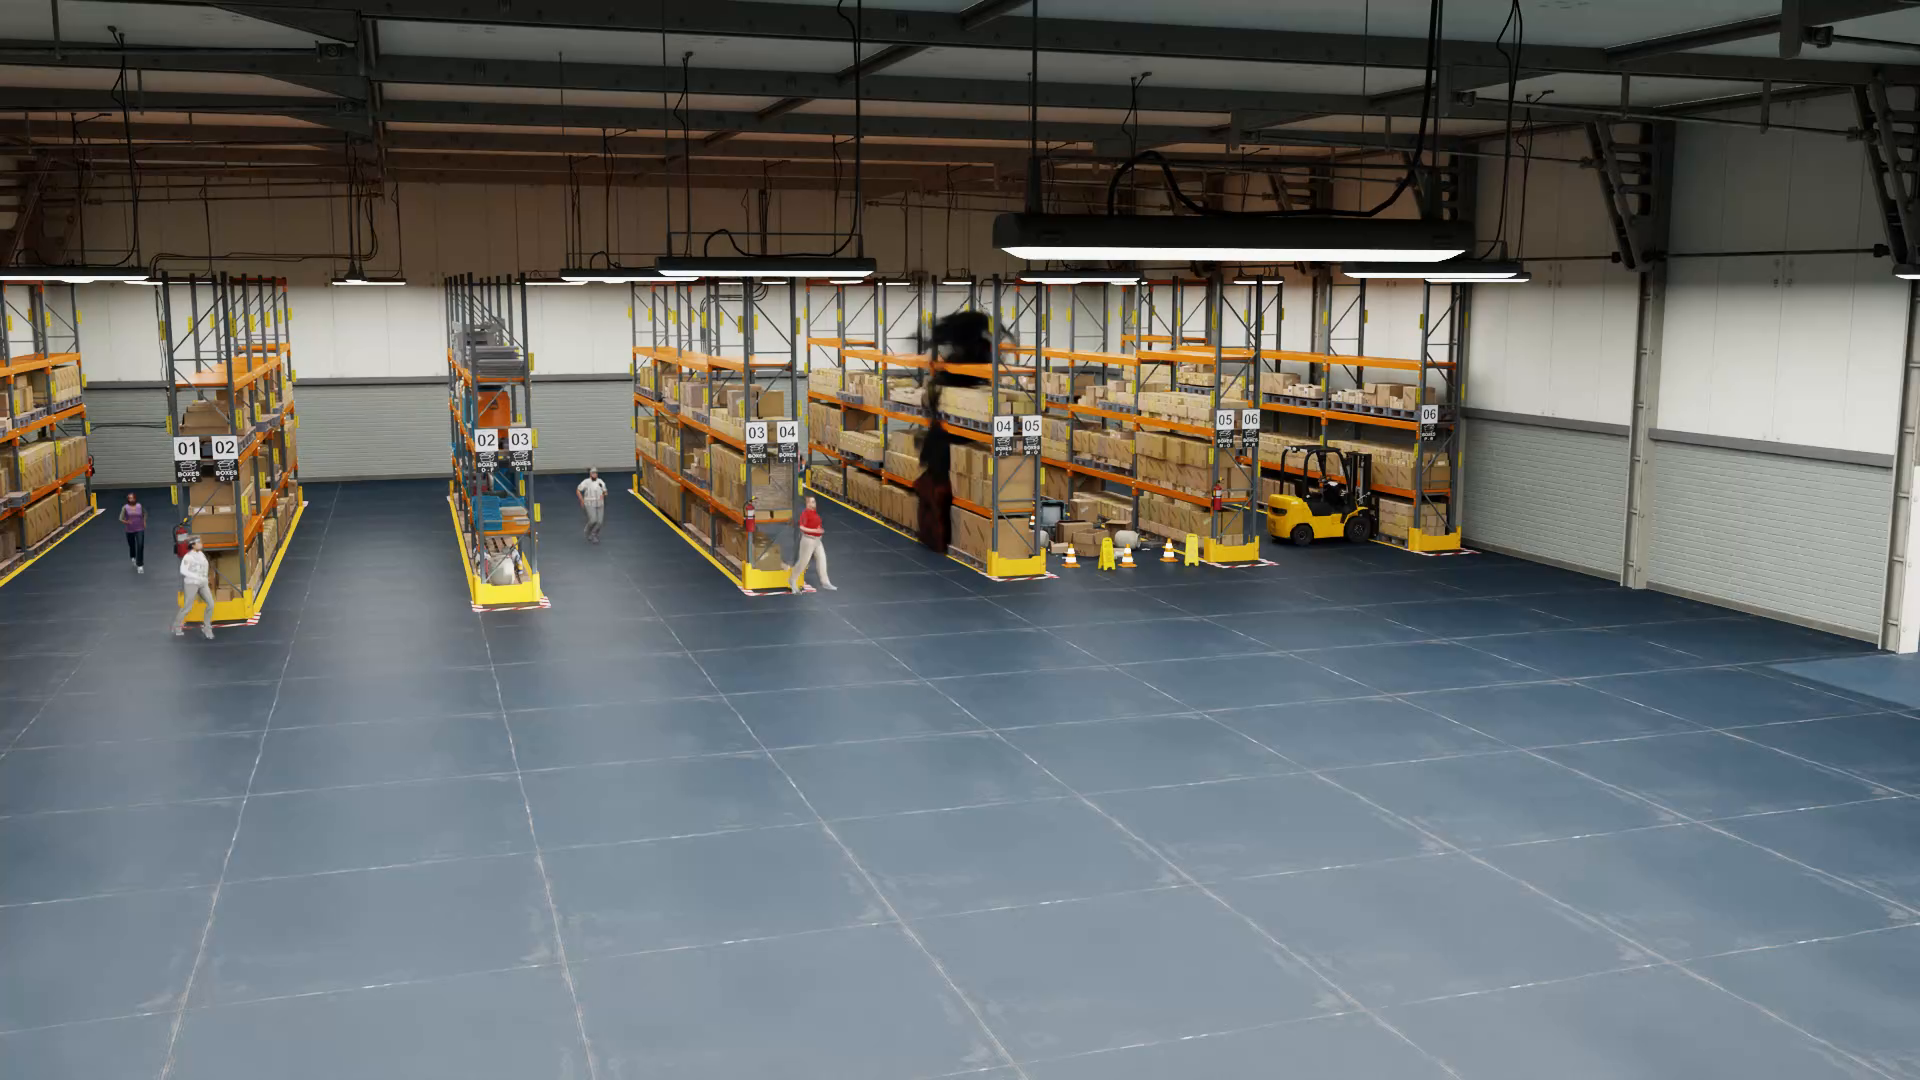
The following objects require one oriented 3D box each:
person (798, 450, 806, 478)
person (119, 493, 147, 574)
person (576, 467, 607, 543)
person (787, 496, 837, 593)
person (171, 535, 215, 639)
[{"bbox_3d":[-4.412,-1.801,44.198,0.673,1.751,0.590,-3,9,-21],"label":"person"},{"bbox_3d":[-16.799,-0.165,33.836,0.538,1.605,0.877,-5,10,-31],"label":"person"},{"bbox_3d":[-8.233,-0.789,37.485,0.651,1.740,0.602,-6,10,-32],"label":"person"},{"bbox_3d":[-2.690,0.090,30.212,0.966,1.779,0.669,4,9,23],"label":"person"},{"bbox_3d":[-12.639,0.767,27.505,0.754,1.720,0.665,2,9,15],"label":"person"}]
